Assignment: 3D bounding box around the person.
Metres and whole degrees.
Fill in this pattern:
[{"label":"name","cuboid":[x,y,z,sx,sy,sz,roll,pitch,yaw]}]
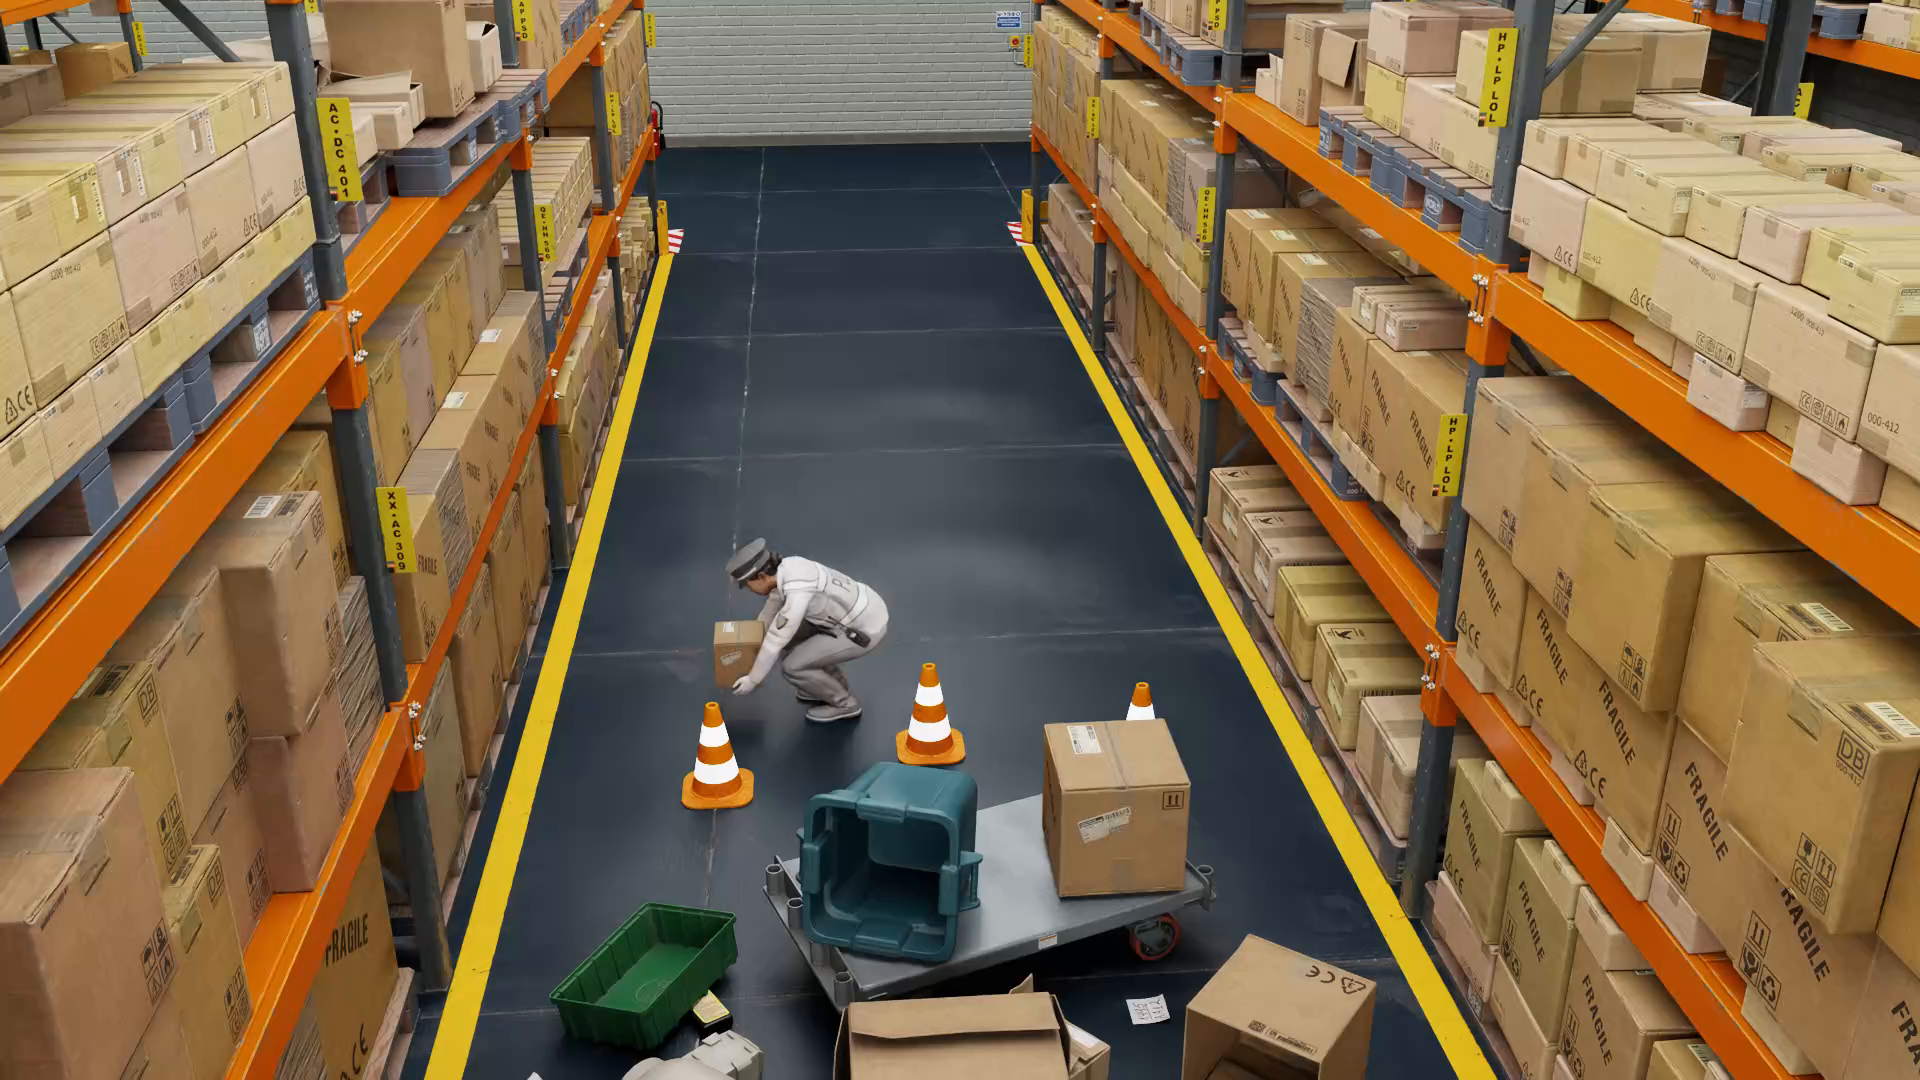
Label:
[{"label":"person","cuboid":[-0.772,0.436,8.467,0.817,0.983,0.484,-2,24,-5]}]
